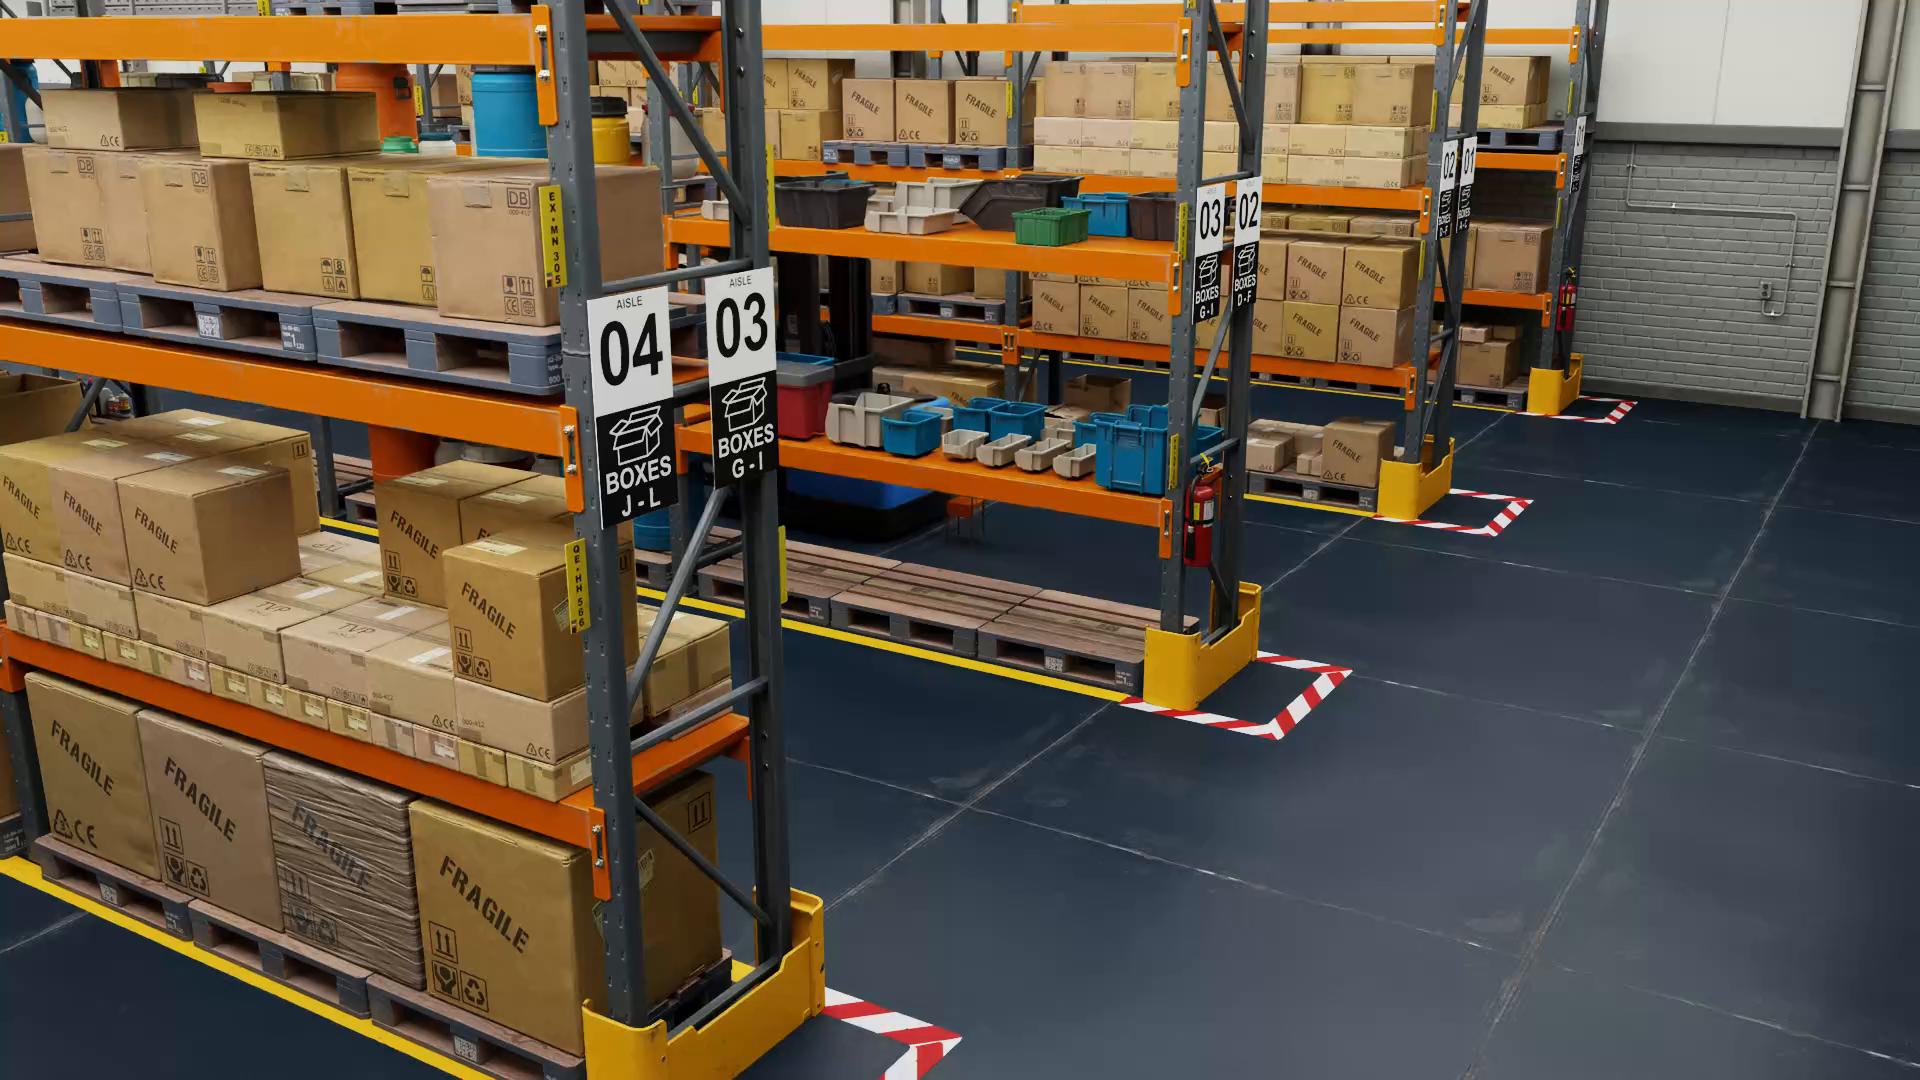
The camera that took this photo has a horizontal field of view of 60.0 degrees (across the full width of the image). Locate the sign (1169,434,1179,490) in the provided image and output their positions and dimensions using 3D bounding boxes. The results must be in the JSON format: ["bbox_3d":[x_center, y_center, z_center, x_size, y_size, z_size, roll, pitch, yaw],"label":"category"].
[{"bbox_3d":[1.286,-0.470,9.987,0.005,0.325,0.100,10,20,30],"label":"sign"}]

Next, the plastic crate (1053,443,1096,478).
[{"bbox_3d":[0.770,-0.512,10.757,0.243,0.136,0.396,10,20,30],"label":"plastic crate"}]

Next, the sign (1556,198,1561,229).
[{"bbox_3d":[6.449,-3.519,17.906,0.005,0.325,0.100,10,20,30],"label":"sign"}]

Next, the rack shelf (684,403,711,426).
[{"bbox_3d":[-3.553,-1.099,13.576,4.000,0.370,1.077,10,20,30],"label":"rack shelf"}]

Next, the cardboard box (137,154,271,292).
[{"bbox_3d":[-2.915,-1.342,6.912,0.500,0.500,0.700,11,20,32],"label":"cardboard box"}]

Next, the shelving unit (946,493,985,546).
[{"bbox_3d":[0.046,-0.494,13.702,0.252,1.050,0.215,10,20,30],"label":"shelving unit"}]

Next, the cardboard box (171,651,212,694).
[{"bbox_3d":[-3.258,0.532,7.400,0.250,0.149,0.380,10,20,31],"label":"cardboard box"}]

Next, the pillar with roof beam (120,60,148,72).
[{"bbox_3d":[-18.319,-9.155,28.538,0.400,9.000,9.100,10,20,30],"label":"pillar with roof beam"}]

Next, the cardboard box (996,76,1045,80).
[{"bbox_3d":[0.850,-5.768,21.618,0.500,0.500,0.700,9,19,27],"label":"cardboard box"}]

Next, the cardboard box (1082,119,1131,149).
[{"bbox_3d":[1.458,-3.757,15.325,0.500,0.250,0.500,10,20,30],"label":"cardboard box"}]

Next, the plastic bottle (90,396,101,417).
[{"bbox_3d":[-9.053,-1.440,17.376,0.133,0.283,0.061,10,20,30],"label":"plastic bottle"}]

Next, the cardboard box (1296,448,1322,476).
[{"bbox_3d":[3.265,-0.717,15.199,0.250,0.166,0.380,10,20,30],"label":"cardboard box"}]

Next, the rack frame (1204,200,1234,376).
[{"bbox_3d":[3.336,-3.593,20.548,0.127,3.000,1.000,10,20,30],"label":"rack frame"}]

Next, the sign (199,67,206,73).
[{"bbox_3d":[-9.774,-5.945,21.492,0.005,0.325,0.100,10,20,30],"label":"sign"}]

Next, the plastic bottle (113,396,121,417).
[{"bbox_3d":[-8.794,-1.400,17.387,0.097,0.201,0.097,0,17,0],"label":"plastic bottle"}]

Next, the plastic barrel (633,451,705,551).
[{"bbox_3d":[-2.303,-0.423,13.000,0.708,0.901,0.600,10,20,30],"label":"plastic barrel"}]

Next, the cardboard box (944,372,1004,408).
[{"bbox_3d":[0.176,-1.384,16.820,0.500,0.500,0.500,10,20,30],"label":"cardboard box"}]

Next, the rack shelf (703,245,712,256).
[{"bbox_3d":[-1.777,-4.161,23.657,4.000,0.370,1.077,10,20,30],"label":"rack shelf"}]

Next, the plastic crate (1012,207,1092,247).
[{"bbox_3d":[0.570,-1.944,10.323,0.336,0.188,0.450,10,20,30],"label":"plastic crate"}]

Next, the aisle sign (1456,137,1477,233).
[{"bbox_3d":[4.367,-3.063,14.331,0.004,0.787,0.394,10,20,30],"label":"aisle sign"}]

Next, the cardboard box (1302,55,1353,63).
[{"bbox_3d":[4.238,-5.309,19.111,0.500,0.500,0.500,10,19,29],"label":"cardboard box"}]

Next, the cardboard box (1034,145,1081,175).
[{"bbox_3d":[1.032,-3.593,15.647,0.500,0.250,0.500,10,20,30],"label":"cardboard box"}]

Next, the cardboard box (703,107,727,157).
[{"bbox_3d":[-2.272,-4.399,17.868,0.500,0.500,0.910,10,20,30],"label":"cardboard box"}]

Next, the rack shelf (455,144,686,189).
[{"bbox_3d":[-4.366,-4.369,19.180,4.000,0.370,1.077,10,20,30],"label":"rack shelf"}]

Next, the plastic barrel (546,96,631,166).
[{"bbox_3d":[-2.733,-2.954,12.237,0.600,0.588,0.600,0,17,0],"label":"plastic barrel"}]

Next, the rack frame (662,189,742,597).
[{"bbox_3d":[-1.849,-1.139,12.470,0.127,3.000,1.000,10,20,30],"label":"rack frame"}]

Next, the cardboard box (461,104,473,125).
[{"bbox_3d":[-5.550,-5.050,19.721,0.500,0.250,0.500,13,21,36],"label":"cardboard box"}]

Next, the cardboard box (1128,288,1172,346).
[{"bbox_3d":[1.902,-2.114,15.509,0.500,0.500,0.500,10,20,30],"label":"cardboard box"}]

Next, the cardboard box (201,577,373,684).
[{"bbox_3d":[-2.896,0.385,7.200,0.500,0.250,0.500,10,20,30],"label":"cardboard box"}]

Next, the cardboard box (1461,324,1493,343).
[{"bbox_3d":[5.891,-2.356,18.937,0.250,0.149,0.380,10,19,29],"label":"cardboard box"}]

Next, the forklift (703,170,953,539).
[{"bbox_3d":[-1.576,-1.714,14.480,3.031,2.935,1.130,11,20,32],"label":"forklift"}]

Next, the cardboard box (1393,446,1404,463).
[{"bbox_3d":[3.978,-0.752,15.344,0.250,0.149,0.380,10,20,30],"label":"cardboard box"}]

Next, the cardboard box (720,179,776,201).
[{"bbox_3d":[-3.065,-4.982,24.192,0.500,0.500,0.700,10,20,30],"label":"cardboard box"}]

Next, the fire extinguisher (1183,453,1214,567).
[{"bbox_3d":[1.451,-0.180,10.086,0.183,0.674,0.296,10,20,30],"label":"fire extinguisher"}]

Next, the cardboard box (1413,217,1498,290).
[{"bbox_3d":[5.679,-3.311,19.103,0.700,0.700,0.980,10,20,30],"label":"cardboard box"}]

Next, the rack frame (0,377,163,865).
[{"bbox_3d":[-4.441,0.088,8.432,0.127,3.000,1.000,10,20,30],"label":"rack frame"}]

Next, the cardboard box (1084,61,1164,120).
[{"bbox_3d":[1.533,-4.151,15.333,0.500,0.500,0.700,10,20,30],"label":"cardboard box"}]

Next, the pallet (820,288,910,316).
[{"bbox_3d":[-1.002,-2.587,17.568,1.213,0.211,1.003,10,20,30],"label":"pallet"}]

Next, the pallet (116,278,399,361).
[{"bbox_3d":[-2.714,-0.992,6.979,1.213,0.211,1.003,10,20,30],"label":"pallet"}]

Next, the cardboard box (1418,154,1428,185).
[{"bbox_3d":[3.851,-3.261,14.554,0.500,0.250,0.500,10,20,30],"label":"cardboard box"}]

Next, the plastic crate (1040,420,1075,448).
[{"bbox_3d":[0.714,-0.725,11.456,0.298,0.136,0.250,10,20,30],"label":"plastic crate"}]

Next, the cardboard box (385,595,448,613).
[{"bbox_3d":[-2.173,0.331,7.377,0.500,0.250,0.500,9,19,28],"label":"cardboard box"}]

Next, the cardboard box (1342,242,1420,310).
[{"bbox_3d":[3.632,-2.283,14.343,0.500,0.500,0.500,10,20,30],"label":"cardboard box"}]

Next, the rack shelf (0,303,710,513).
[{"bbox_3d":[-2.736,-0.699,7.099,4.000,0.370,1.077,10,20,30],"label":"rack shelf"}]

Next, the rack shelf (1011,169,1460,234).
[{"bbox_3d":[2.451,-3.152,15.174,4.000,0.370,1.077,10,20,30],"label":"rack shelf"}]

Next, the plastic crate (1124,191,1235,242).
[{"bbox_3d":[1.378,-2.031,10.470,0.590,0.269,0.497,10,20,30],"label":"plastic crate"}]

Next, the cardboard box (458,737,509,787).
[{"bbox_3d":[-1.730,0.805,6.504,0.250,0.149,0.380,10,20,31],"label":"cardboard box"}]

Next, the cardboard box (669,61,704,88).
[{"bbox_3d":[-4.050,-6.790,23.985,0.500,0.500,0.500,8,19,25],"label":"cardboard box"}]

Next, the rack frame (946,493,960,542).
[{"bbox_3d":[-0.058,-0.513,13.763,0.008,1.050,0.200,10,20,30],"label":"rack frame"}]

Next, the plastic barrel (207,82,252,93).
[{"bbox_3d":[-6.401,-3.666,14.890,0.708,0.830,0.600,10,20,30],"label":"plastic barrel"}]

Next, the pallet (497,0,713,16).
[{"bbox_3d":[-2.570,-3.846,12.073,1.213,0.211,1.003,10,20,30],"label":"pallet"}]

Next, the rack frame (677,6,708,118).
[{"bbox_3d":[-2.662,-5.844,17.638,0.127,3.000,1.000,10,20,30],"label":"rack frame"}]

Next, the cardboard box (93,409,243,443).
[{"bbox_3d":[-3.909,-0.338,8.289,0.500,0.500,0.500,11,20,32],"label":"cardboard box"}]

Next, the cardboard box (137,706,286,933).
[{"bbox_3d":[-3.153,1.160,7.833,0.875,0.875,0.875,10,20,30],"label":"cardboard box"}]

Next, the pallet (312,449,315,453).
[{"bbox_3d":[-6.932,-0.726,15.910,1.213,0.211,1.003,10,20,30],"label":"pallet"}]

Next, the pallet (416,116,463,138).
[{"bbox_3d":[-6.810,-5.098,20.496,1.213,0.211,1.003,10,20,30],"label":"pallet"}]
